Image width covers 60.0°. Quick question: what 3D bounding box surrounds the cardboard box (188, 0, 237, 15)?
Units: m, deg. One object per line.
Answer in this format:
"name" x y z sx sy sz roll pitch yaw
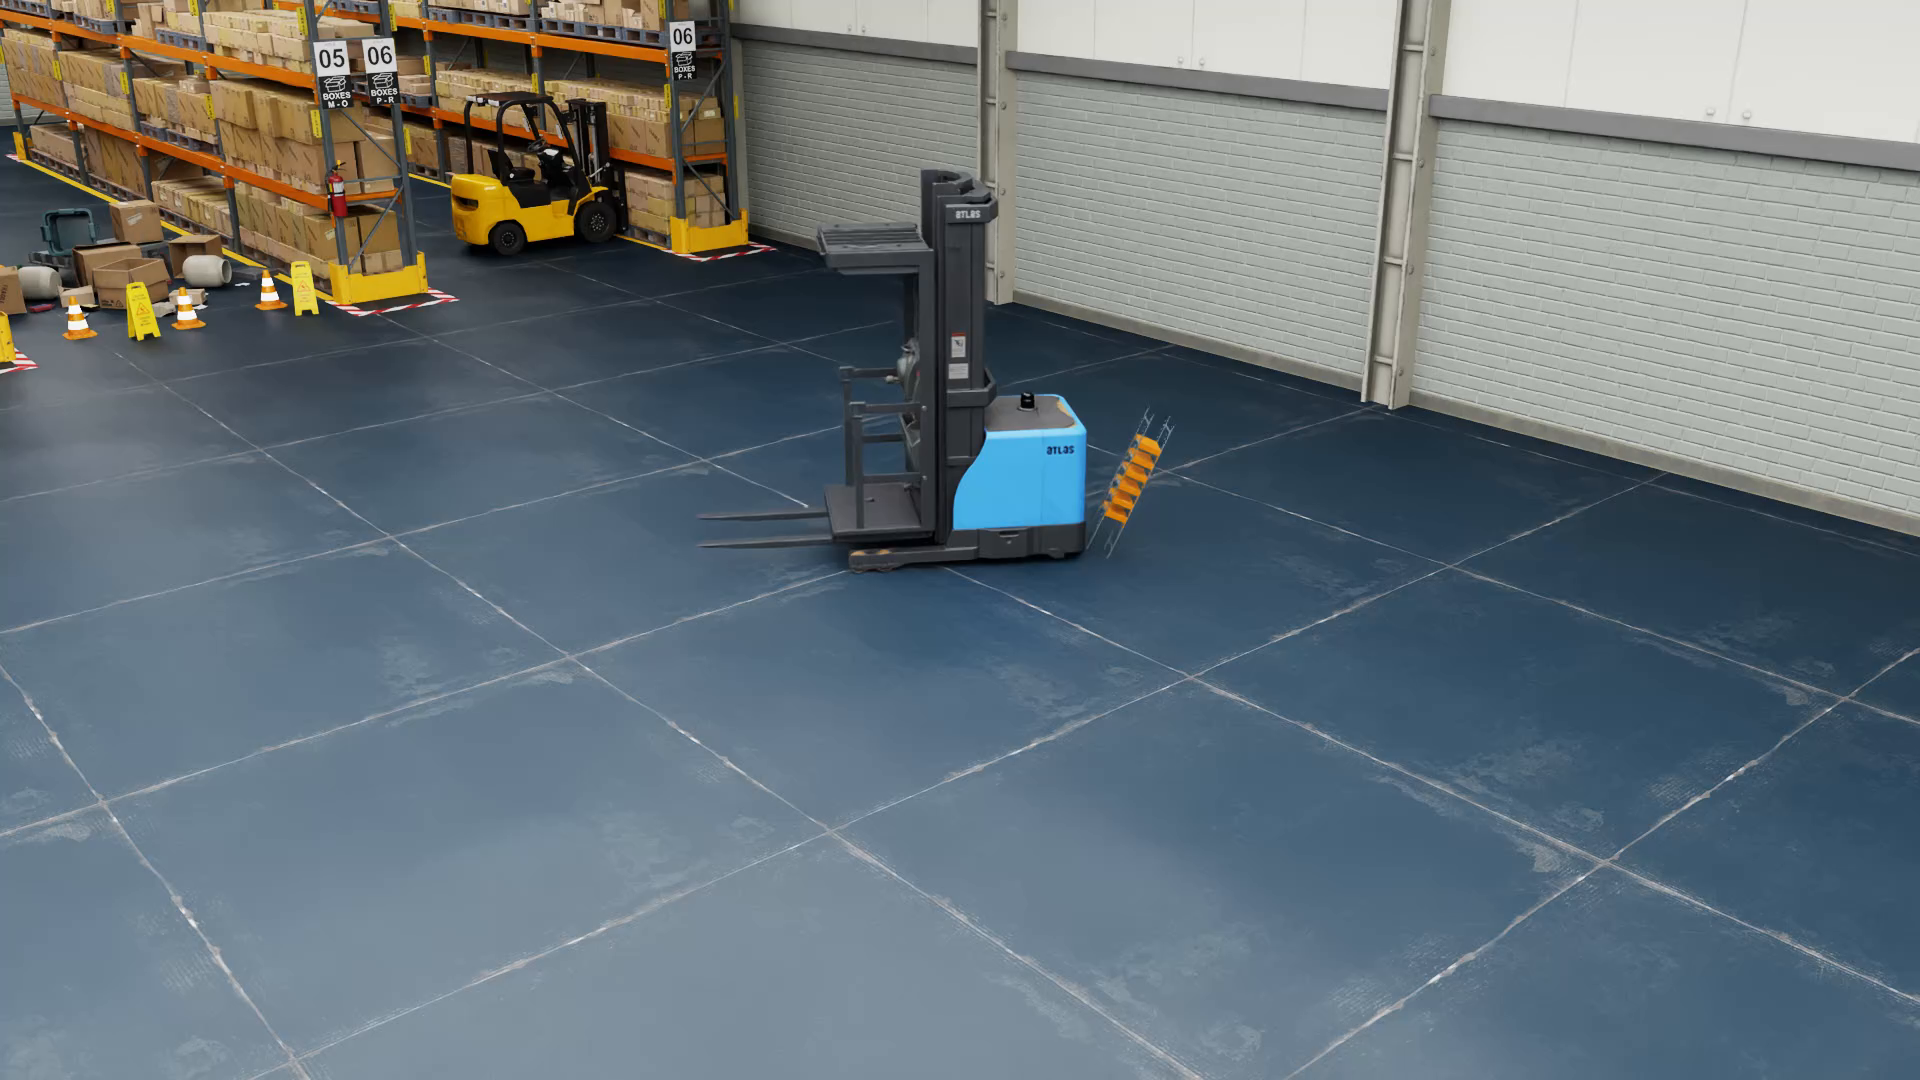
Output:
"cardboard box" -10.533 -7.527 23.420 0.500 0.250 0.500 -17 27 -36

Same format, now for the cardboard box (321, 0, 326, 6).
"cardboard box" -12.138 -10.412 32.186 0.380 0.149 0.250 -18 27 -38

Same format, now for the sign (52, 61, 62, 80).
"sign" -15.699 -8.160 28.908 0.100 0.325 0.005 -17 27 -37

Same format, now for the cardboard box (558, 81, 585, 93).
"cardboard box" -6.064 -7.106 26.080 0.380 0.149 0.250 -17 27 -37

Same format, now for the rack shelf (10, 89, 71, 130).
"rack shelf" -16.585 -8.070 30.961 1.077 0.370 4.000 -17 27 -37

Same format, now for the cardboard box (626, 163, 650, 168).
"cardboard box" -4.836 -5.699 25.745 0.500 0.250 0.500 -18 28 -38

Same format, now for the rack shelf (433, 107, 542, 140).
"rack shelf" -7.606 -7.042 28.337 1.077 0.370 4.000 -17 27 -37

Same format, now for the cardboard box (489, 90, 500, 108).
"cardboard box" -7.485 -7.345 27.645 0.500 0.250 0.500 -17 27 -36

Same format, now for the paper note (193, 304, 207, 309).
"paper note" -9.572 -2.942 20.952 0.142 0.019 0.148 12 24 27

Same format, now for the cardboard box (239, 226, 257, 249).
"cardboard box" -9.877 -4.330 23.620 0.500 0.250 0.500 -19 28 -40

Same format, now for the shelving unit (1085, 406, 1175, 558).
"shelving unit" 1.319 -0.449 13.017 0.189 1.200 0.258 21 19 -10

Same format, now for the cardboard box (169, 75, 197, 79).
"cardboard box" -12.162 -7.068 26.296 0.500 0.500 0.500 -18 28 -39

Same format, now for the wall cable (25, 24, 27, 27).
"wall cable" -20.523 -11.323 36.889 0.588 1.984 0.122 -17 27 -37

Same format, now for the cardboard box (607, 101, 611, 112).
"cardboard box" -5.078 -6.536 25.032 0.380 0.149 0.250 -18 27 -38

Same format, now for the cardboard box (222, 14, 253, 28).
"cardboard box" -9.591 -6.909 22.149 0.380 0.149 0.250 -18 27 -38

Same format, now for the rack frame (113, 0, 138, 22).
"rack frame" -12.669 -9.540 25.503 1.000 3.000 0.127 -17 27 -37

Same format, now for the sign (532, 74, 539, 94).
"sign" -6.705 -7.195 26.262 0.100 0.325 0.005 -17 27 -37

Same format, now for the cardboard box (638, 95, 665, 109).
"cardboard box" -4.458 -6.382 24.231 0.380 0.149 0.250 -17 27 -36

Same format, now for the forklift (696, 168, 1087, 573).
"forklift" -0.574 -1.315 12.822 3.031 2.935 1.130 -3 22 -8

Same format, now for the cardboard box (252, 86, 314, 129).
"cardboard box" -8.902 -5.705 22.022 0.700 0.500 0.500 -18 27 -38

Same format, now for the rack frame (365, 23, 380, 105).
"rack frame" -11.522 -9.035 32.438 1.000 3.000 0.127 -17 27 -37

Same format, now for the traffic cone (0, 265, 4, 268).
"traffic cone" -13.473 -3.984 23.022 0.336 0.463 0.334 -17 27 -37

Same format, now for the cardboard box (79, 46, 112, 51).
"cardboard box" -15.407 -8.553 29.701 0.500 0.500 0.500 -17 27 -37

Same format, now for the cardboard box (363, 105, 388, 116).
"cardboard box" -11.284 -8.284 32.076 0.380 0.149 0.250 -19 28 -40

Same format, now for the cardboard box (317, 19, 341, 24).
"cardboard box" -8.159 -6.617 21.403 0.380 0.149 0.250 -18 27 -38

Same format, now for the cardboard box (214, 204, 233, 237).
"cardboard box" -10.402 -4.758 24.547 0.950 0.372 0.625 -17 27 -37

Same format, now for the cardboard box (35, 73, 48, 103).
"cardboard box" -16.456 -8.242 30.278 0.500 0.500 0.500 -18 28 -38

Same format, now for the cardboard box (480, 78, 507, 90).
"cardboard box" -7.780 -7.615 27.788 0.380 0.149 0.250 -18 28 -39

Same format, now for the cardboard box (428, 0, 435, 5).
"cardboard box" -8.914 -9.291 28.587 0.380 0.166 0.250 -18 27 -38

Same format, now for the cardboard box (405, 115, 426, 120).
"cardboard box" -10.396 -8.046 31.875 0.380 0.149 0.250 -17 27 -36

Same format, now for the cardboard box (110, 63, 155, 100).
"cardboard box" -13.205 -7.340 26.602 0.500 0.500 0.500 -18 28 -39

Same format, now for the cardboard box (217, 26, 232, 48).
"cardboard box" -9.635 -6.780 22.367 0.500 0.250 0.500 -18 28 -38

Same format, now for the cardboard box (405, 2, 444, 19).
"cardboard box" -9.430 -9.341 29.311 0.500 0.250 0.500 -19 28 -39

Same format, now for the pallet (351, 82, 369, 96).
"pallet" -11.083 -8.699 31.843 1.003 0.211 1.213 -17 27 -37

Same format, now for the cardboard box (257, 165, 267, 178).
"cardboard box" -9.267 -5.006 22.496 0.380 0.149 0.250 -17 27 -37

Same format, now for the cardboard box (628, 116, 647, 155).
"cardboard box" -4.541 -5.985 24.514 0.500 0.500 0.500 -16 27 -36

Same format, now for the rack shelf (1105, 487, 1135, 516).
"rack shelf" 1.254 -0.308 13.070 0.180 0.103 0.258 21 19 -10

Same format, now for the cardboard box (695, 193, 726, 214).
"cardboard box" -3.839 -5.047 24.765 0.500 0.250 0.500 -17 27 -36

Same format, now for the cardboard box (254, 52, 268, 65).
"cardboard box" -8.928 -6.262 21.591 0.380 0.149 0.250 -18 28 -38

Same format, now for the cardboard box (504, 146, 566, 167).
"cardboard box" -7.150 -6.272 28.065 0.875 0.625 0.625 -18 28 -38

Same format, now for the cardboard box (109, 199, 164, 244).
"cardboard box" -11.387 -4.399 22.990 0.500 0.500 0.500 -17 27 -37

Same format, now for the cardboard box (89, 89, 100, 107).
"cardboard box" -14.204 -7.404 27.795 0.500 0.250 0.500 -18 28 -39

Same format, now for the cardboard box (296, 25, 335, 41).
"cardboard box" -7.891 -6.211 20.366 0.380 0.149 0.250 -17 27 -37

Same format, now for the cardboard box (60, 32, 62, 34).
"cardboard box" -16.473 -9.303 30.727 0.380 0.149 0.250 -16 27 -36

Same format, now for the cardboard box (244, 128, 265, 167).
"cardboard box" -9.319 -5.364 22.521 0.500 0.500 0.500 -18 28 -38

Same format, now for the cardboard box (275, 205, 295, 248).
"cardboard box" -8.835 -4.245 22.375 0.500 0.500 0.500 -18 28 -39

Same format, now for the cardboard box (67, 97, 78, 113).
"cardboard box" -15.193 -7.598 28.975 0.500 0.250 0.500 -18 28 -39

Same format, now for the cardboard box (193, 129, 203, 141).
"cardboard box" -10.957 -5.937 24.297 0.380 0.149 0.250 -18 28 -38

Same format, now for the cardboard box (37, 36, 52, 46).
"cardboard box" -16.337 -8.972 29.880 0.380 0.149 0.250 -18 27 -38

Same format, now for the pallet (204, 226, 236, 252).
"pallet" -10.567 -4.558 24.832 1.003 0.211 1.213 -17 27 -37

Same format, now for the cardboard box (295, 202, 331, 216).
"cardboard box" -8.458 -4.348 21.749 0.380 0.149 0.250 -16 27 -36

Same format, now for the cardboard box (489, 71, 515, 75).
"cardboard box" -7.954 -8.054 28.907 0.380 0.149 0.250 -18 28 -38

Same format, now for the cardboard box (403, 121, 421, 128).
"cardboard box" -10.270 -7.713 31.025 0.380 0.149 0.250 -19 28 -40

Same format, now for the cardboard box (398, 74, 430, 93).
"cardboard box" -9.845 -8.270 30.115 0.500 0.250 0.500 -19 28 -40

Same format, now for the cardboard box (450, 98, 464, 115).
"cardboard box" -8.482 -7.539 28.825 0.500 0.250 0.500 -18 28 -39

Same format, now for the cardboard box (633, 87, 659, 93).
"cardboard box" -4.734 -6.784 25.258 0.380 0.149 0.250 -17 27 -37

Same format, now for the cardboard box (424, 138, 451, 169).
"cardboard box" -9.350 -7.027 30.164 0.500 0.500 0.500 -16 27 -36

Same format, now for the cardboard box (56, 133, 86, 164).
"cardboard box" -16.193 -7.301 30.949 0.875 0.438 0.875 -18 28 -39

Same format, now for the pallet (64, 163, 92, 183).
"pallet" -15.717 -6.782 30.511 1.003 0.211 1.213 -17 27 -37

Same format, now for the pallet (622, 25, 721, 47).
"pallet" -4.131 -7.276 23.957 1.003 0.211 1.213 -17 27 -37
